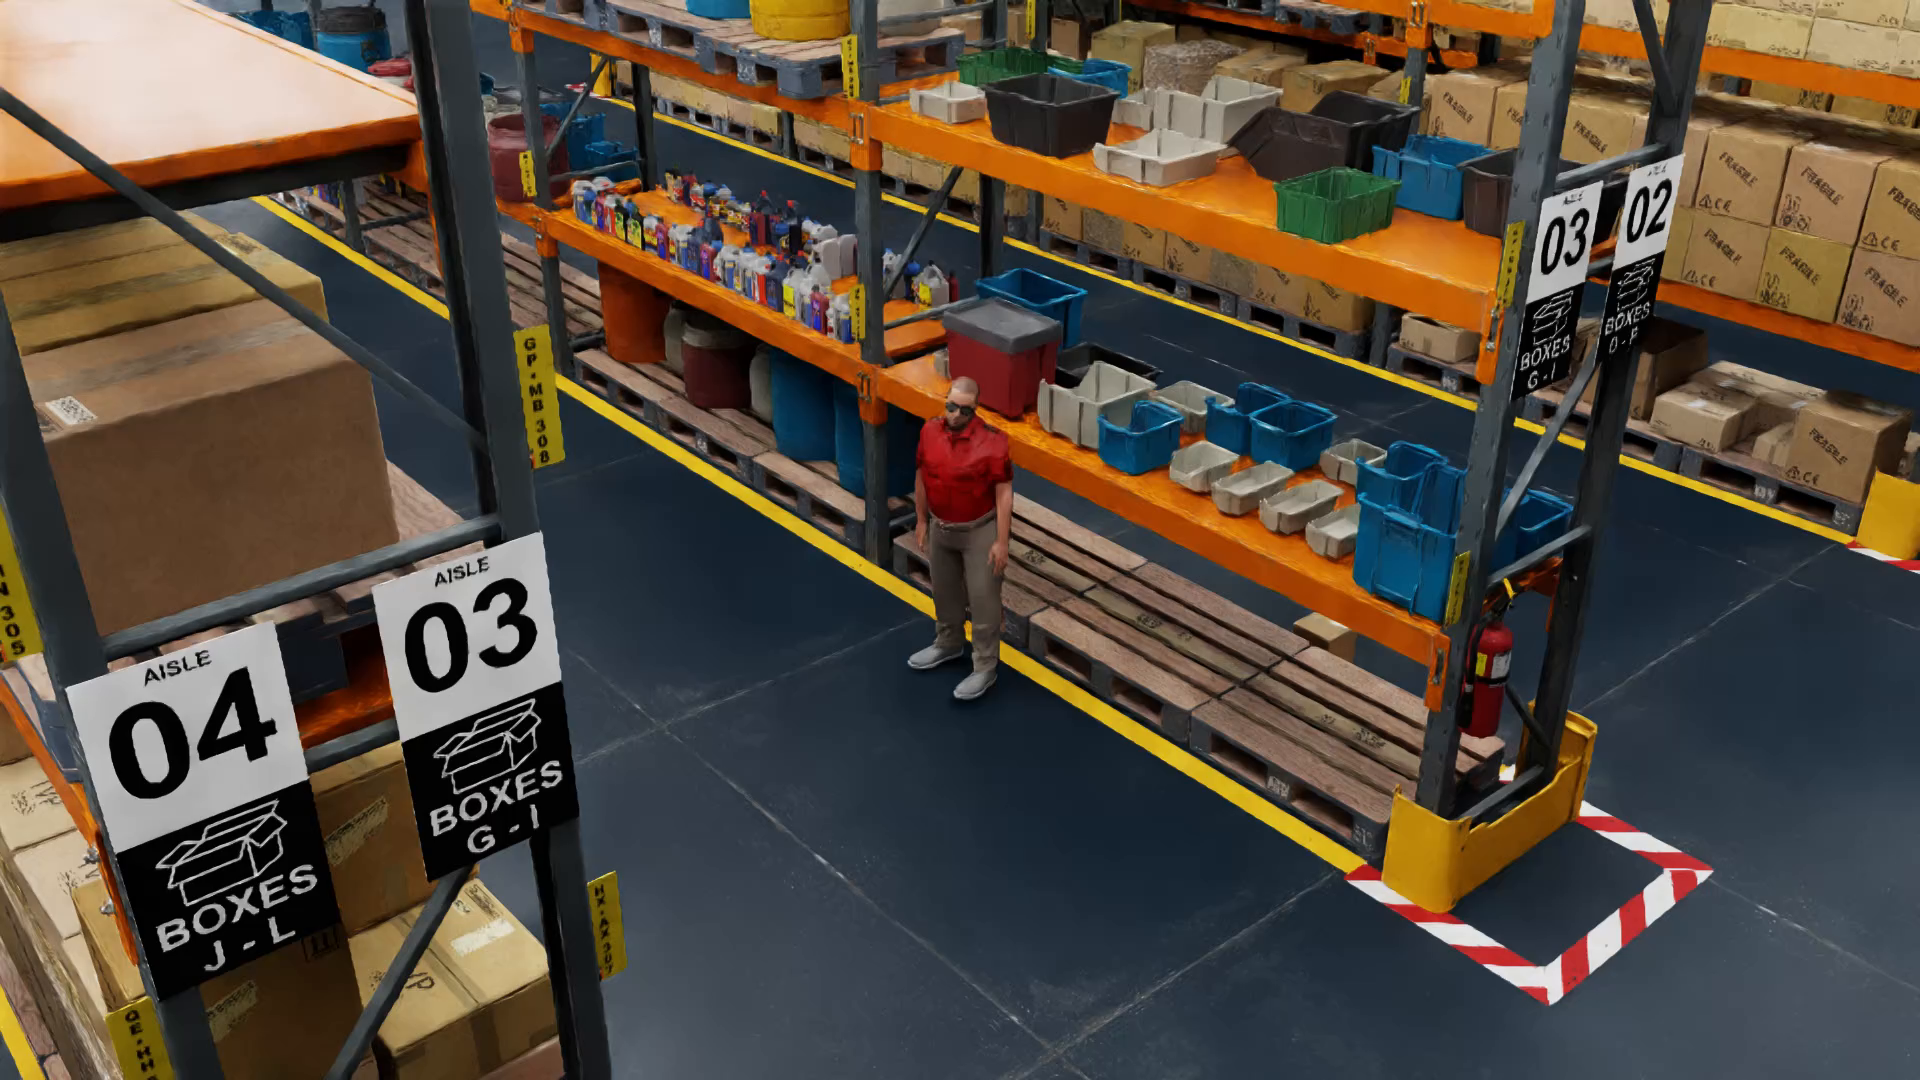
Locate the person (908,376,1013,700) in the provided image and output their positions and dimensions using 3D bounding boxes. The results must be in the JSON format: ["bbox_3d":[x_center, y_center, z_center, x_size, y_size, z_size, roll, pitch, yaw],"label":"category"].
[{"bbox_3d":[-0.016,-0.018,8.618,0.608,1.737,0.473,16,32,28],"label":"person"}]
